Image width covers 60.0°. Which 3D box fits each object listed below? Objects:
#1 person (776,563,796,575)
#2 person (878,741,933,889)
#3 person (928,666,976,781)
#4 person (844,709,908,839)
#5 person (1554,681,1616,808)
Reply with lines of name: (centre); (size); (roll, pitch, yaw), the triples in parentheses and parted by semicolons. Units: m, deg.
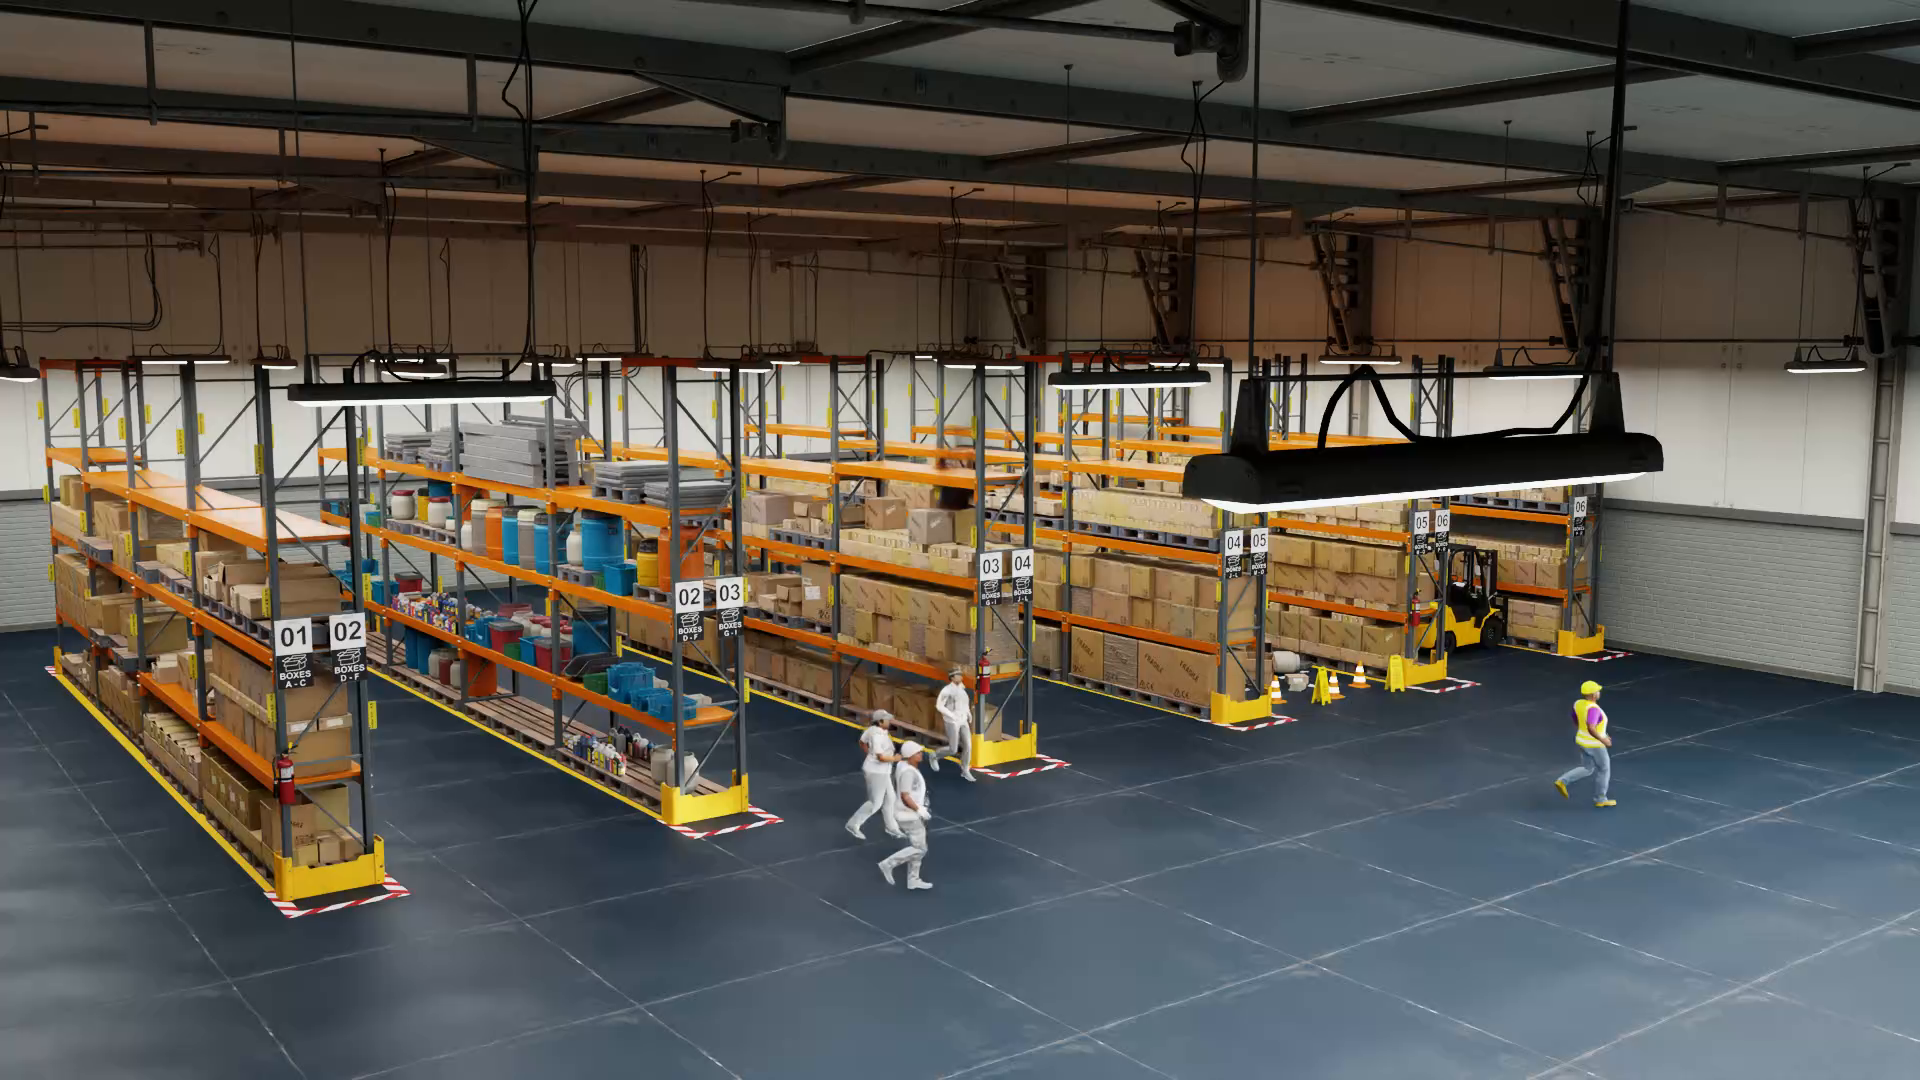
person: (-4.389, 0.471, 42.237); (0.608, 1.640, 0.588); (-6, 9, -40)
person: (-0.642, 3.177, 19.185); (0.661, 1.757, 0.679); (-1, 7, -11)
person: (-0.107, 2.639, 24.060); (0.721, 1.707, 0.672); (5, 9, 38)
person: (-1.068, 2.986, 21.083); (0.822, 1.706, 0.621); (-1, 7, -8)
person: (8.533, 2.769, 22.553); (0.846, 1.739, 0.714); (-1, 7, -8)
